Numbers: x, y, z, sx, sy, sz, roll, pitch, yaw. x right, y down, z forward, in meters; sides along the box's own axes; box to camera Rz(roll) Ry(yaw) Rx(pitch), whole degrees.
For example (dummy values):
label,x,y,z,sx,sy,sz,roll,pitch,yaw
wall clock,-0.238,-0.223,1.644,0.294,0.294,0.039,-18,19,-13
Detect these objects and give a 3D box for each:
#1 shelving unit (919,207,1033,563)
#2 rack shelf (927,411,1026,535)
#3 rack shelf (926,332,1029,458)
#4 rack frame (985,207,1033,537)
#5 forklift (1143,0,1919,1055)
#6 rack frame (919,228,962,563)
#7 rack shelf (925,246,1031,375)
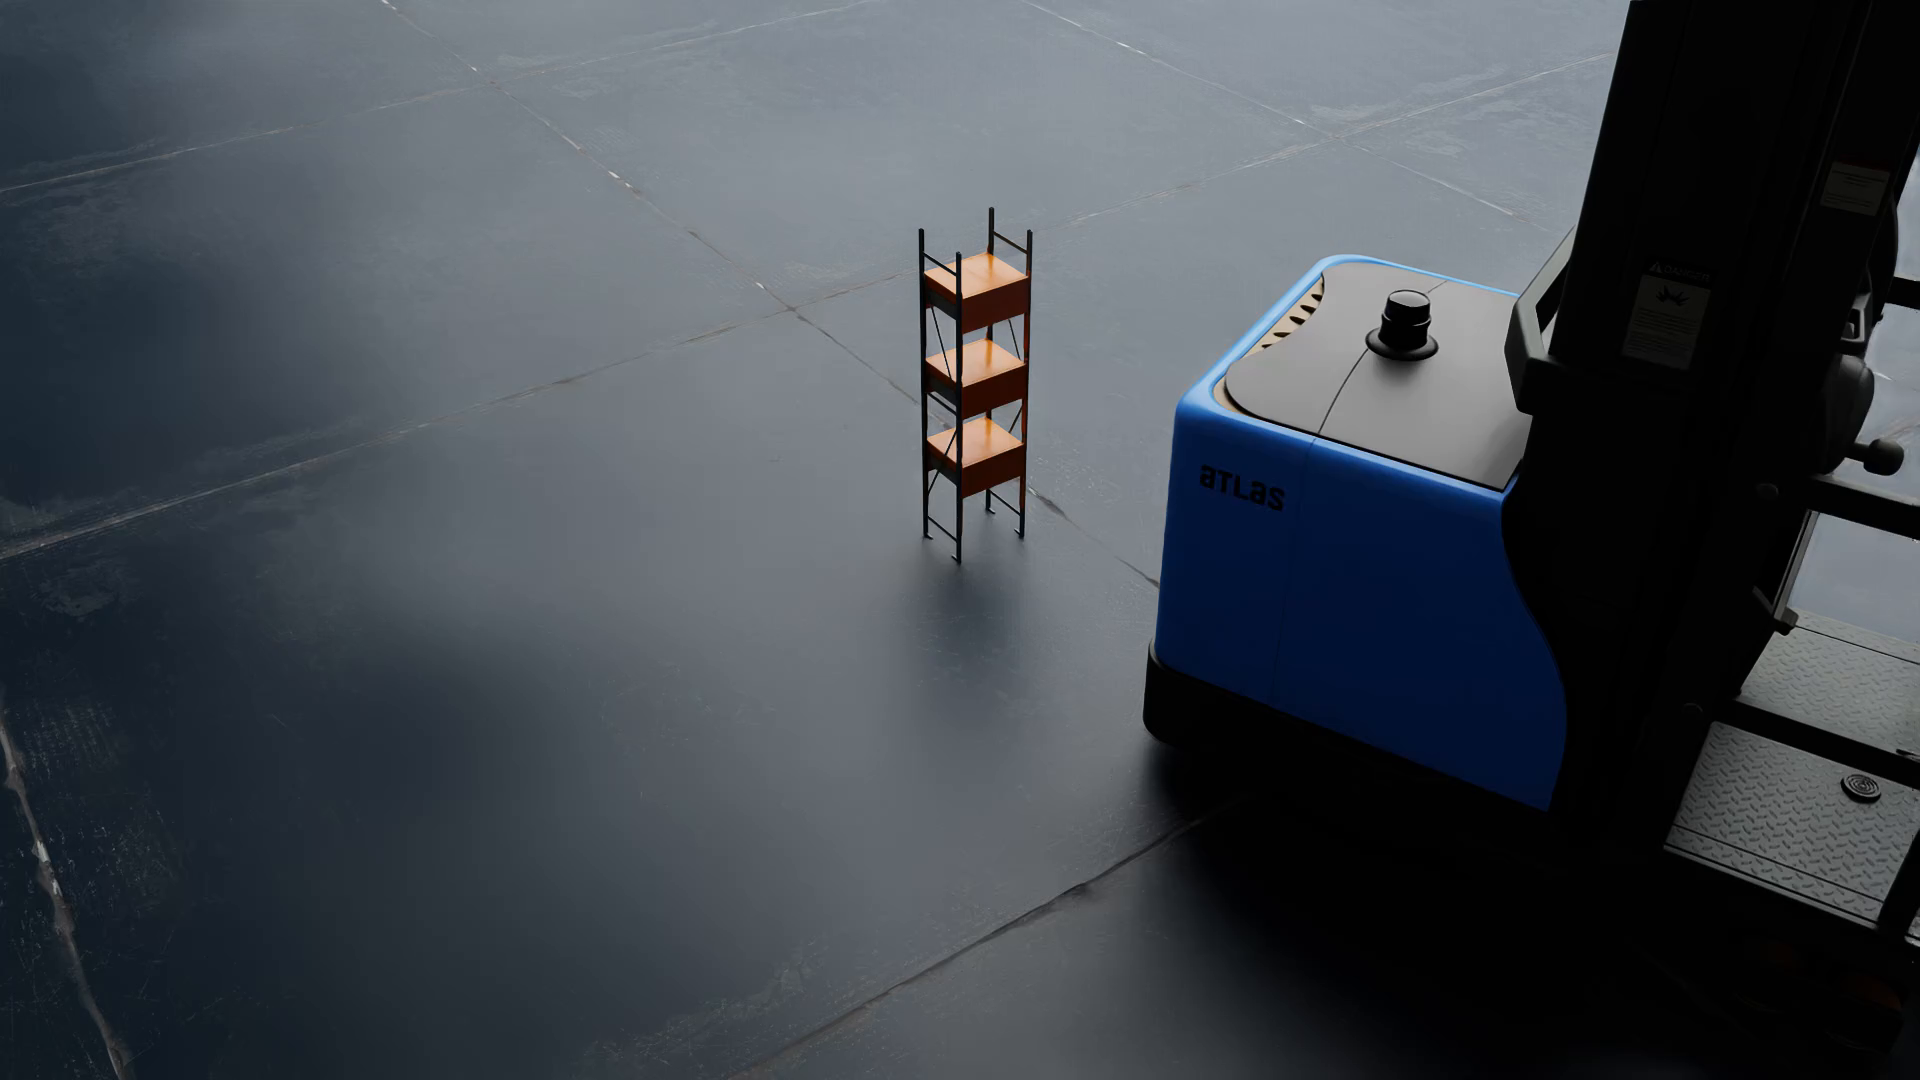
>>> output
label,x,y,z,sx,sy,sz,roll,pitch,yaw
shelving unit,0.044,-0.444,4.968,0.252,1.050,0.215,-22,41,-28
rack shelf,0.044,-0.210,5.137,0.240,0.259,0.215,-22,41,-28
rack shelf,0.044,-0.436,4.975,0.240,0.259,0.215,-22,41,-28
rack frame,0.143,-0.485,5.026,0.008,1.050,0.200,-22,41,-28
forklift,2.012,-0.420,3.323,3.031,2.935,1.130,20,40,26
rack frame,-0.056,-0.403,4.911,0.008,1.050,0.200,-22,41,-28
rack shelf,0.044,-0.666,4.809,0.240,0.259,0.215,-22,41,-28
